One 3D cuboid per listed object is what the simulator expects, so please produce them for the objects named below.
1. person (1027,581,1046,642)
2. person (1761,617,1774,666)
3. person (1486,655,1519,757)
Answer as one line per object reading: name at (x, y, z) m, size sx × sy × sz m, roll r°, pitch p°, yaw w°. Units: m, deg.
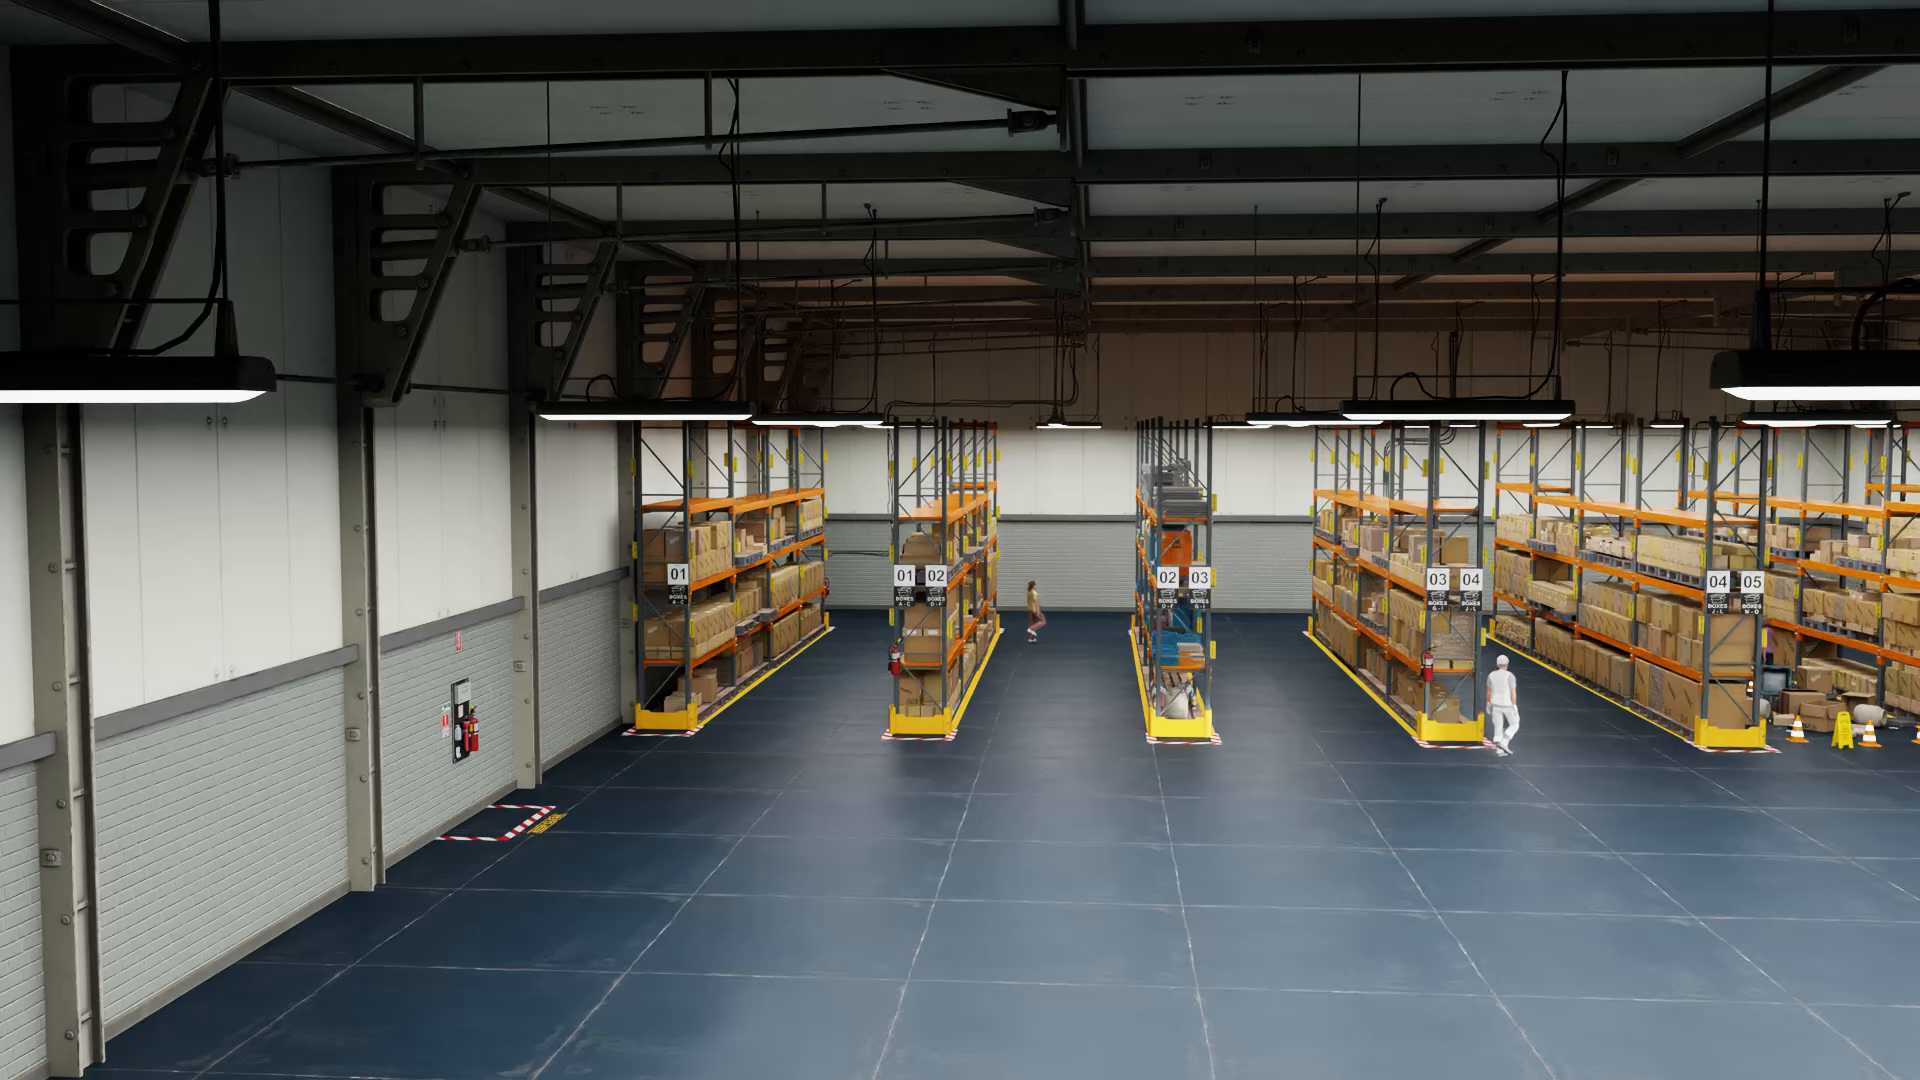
person at (2.018, 1.938, 45.066) m, size 0.516 × 1.666 × 0.500 m, roll -2°, pitch 4°, yaw -28°
person at (17.913, 2.549, 36.926) m, size 0.409 × 1.584 × 0.628 m, roll -1°, pitch 4°, yaw -10°
person at (9.521, 2.893, 29.237) m, size 0.578 × 1.735 × 0.463 m, roll 3°, pitch 5°, yaw 41°
